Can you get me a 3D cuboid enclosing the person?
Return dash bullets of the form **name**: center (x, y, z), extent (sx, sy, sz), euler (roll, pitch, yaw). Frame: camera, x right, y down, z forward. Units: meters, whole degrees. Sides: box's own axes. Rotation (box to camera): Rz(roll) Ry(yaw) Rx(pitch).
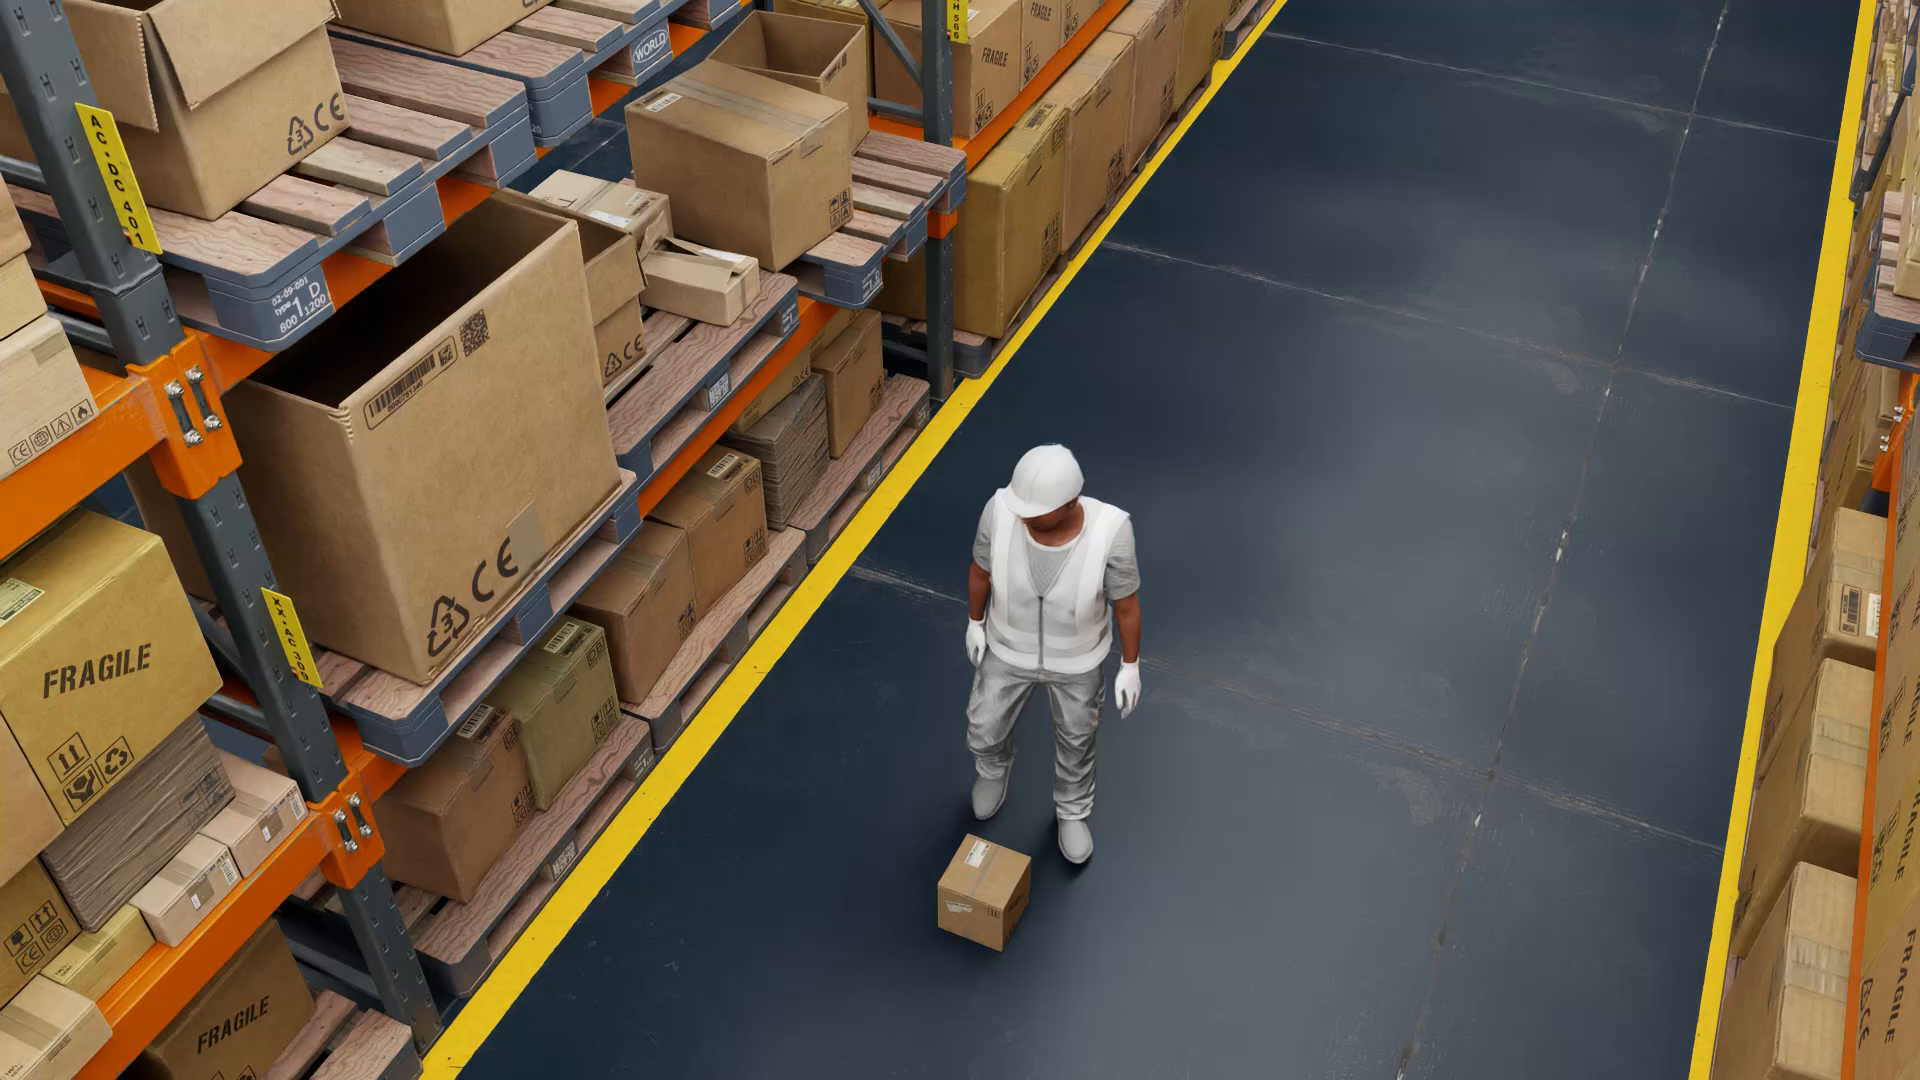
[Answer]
- **person**: center (0.317, 0.388, 5.695), extent (0.626, 1.798, 0.442), euler (6, 42, 6)
